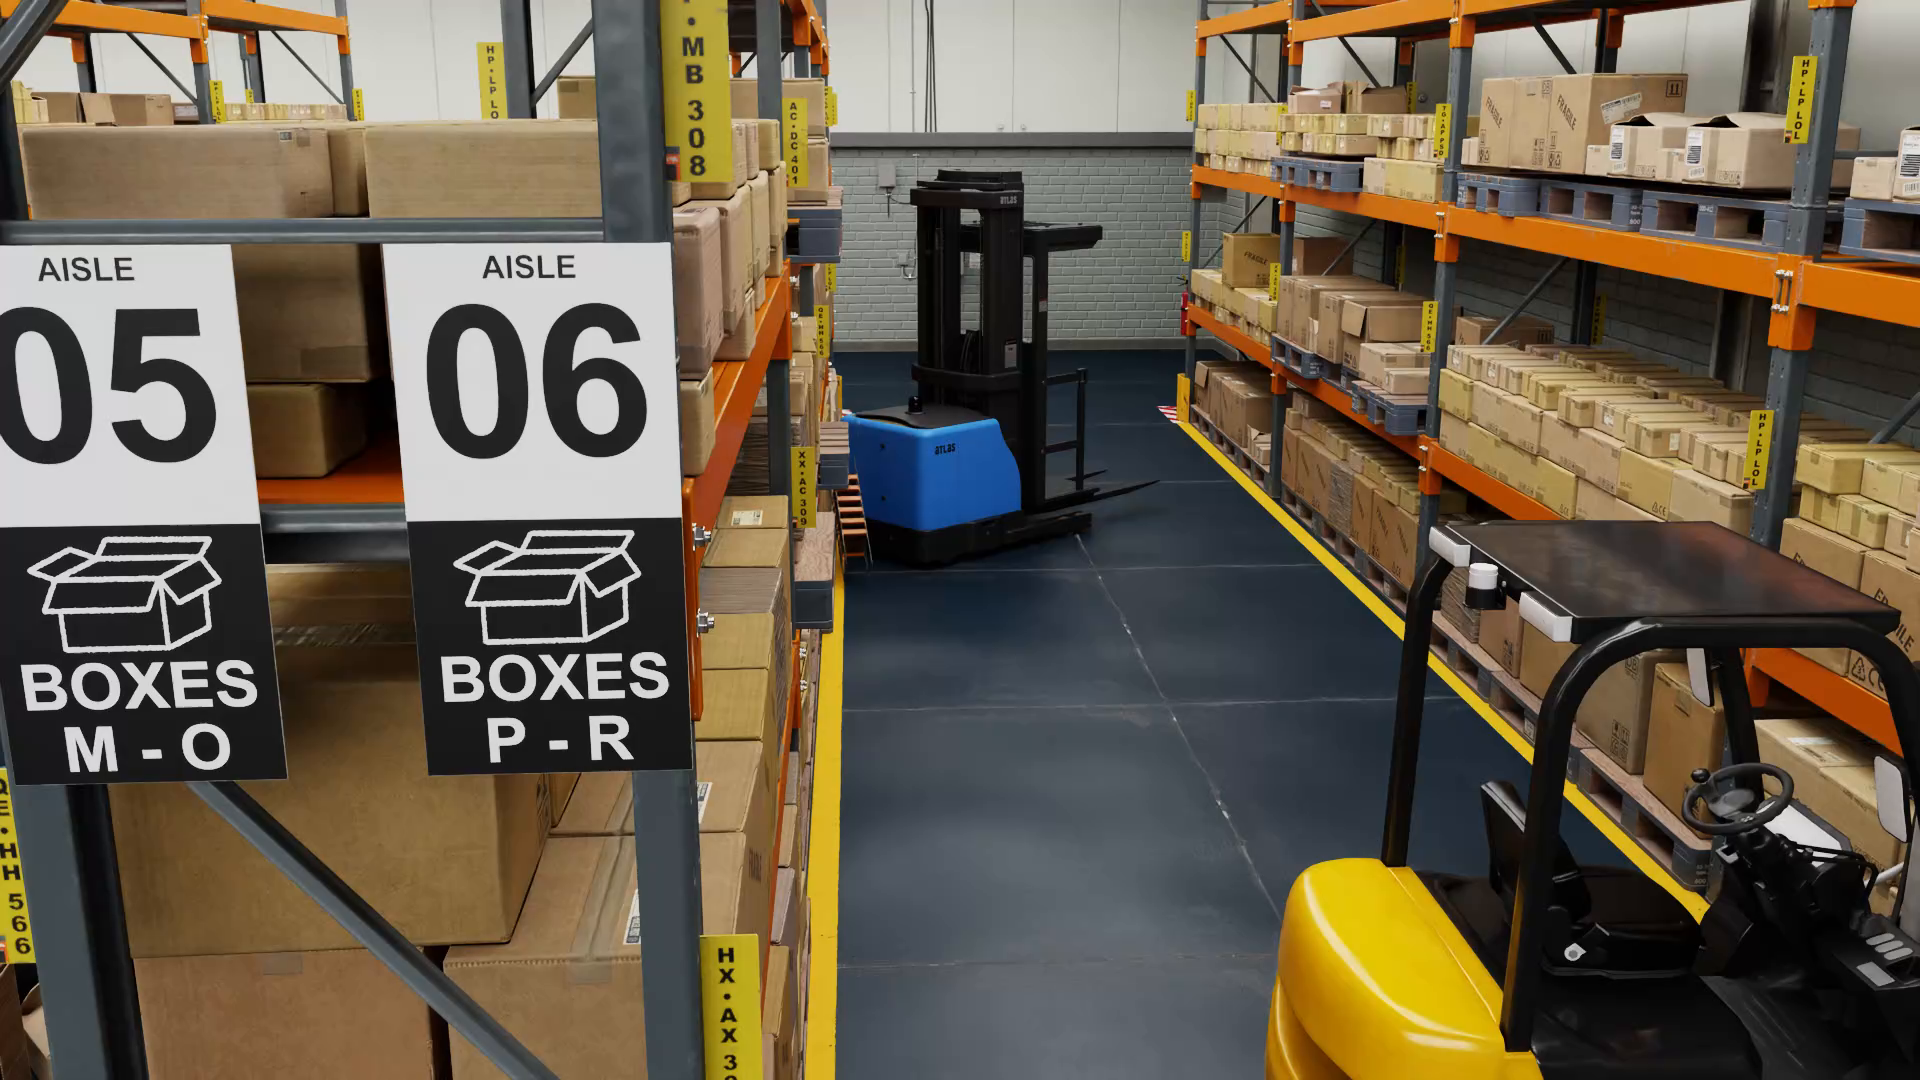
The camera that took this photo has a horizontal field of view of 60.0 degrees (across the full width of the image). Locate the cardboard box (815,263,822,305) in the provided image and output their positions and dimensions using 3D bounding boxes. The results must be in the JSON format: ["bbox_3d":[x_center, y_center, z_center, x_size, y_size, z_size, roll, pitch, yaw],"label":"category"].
[{"bbox_3d":[-1.282,-1.809,12.330,0.500,0.500,0.500,-1,14,-3],"label":"cardboard box"}]

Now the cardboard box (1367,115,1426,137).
[{"bbox_3d":[3.147,-2.971,11.936,0.380,0.149,0.250,-1,14,-3],"label":"cardboard box"}]

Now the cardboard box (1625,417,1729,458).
[{"bbox_3d":[3.403,-0.488,7.901,0.380,0.149,0.250,-1,14,-5],"label":"cardboard box"}]

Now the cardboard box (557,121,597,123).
[{"bbox_3d":[-0.796,-0.970,4.162,0.380,0.149,0.250,-1,14,-2],"label":"cardboard box"}]

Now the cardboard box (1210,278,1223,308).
[{"bbox_3d":[2.873,-2.542,17.092,0.500,0.250,0.500,-1,14,-4],"label":"cardboard box"}]

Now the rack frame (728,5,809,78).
[{"bbox_3d":[-1.410,-3.678,9.760,1.000,3.000,0.127,-1,14,-3],"label":"rack frame"}]

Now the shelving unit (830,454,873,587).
[{"bbox_3d":[-0.827,-0.159,12.446,0.189,0.258,1.200,-2,44,-11],"label":"shelving unit"}]

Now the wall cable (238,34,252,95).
[{"bbox_3d":[-8.707,-8.532,22.170,2.277,5.999,0.120,-1,14,-3],"label":"wall cable"}]

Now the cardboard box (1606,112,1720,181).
[{"bbox_3d":[3.456,-1.883,7.942,0.500,0.311,0.500,-1,14,-5],"label":"cardboard box"}]

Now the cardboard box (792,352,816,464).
[{"bbox_3d":[-0.996,-0.670,8.468,0.500,0.500,0.500,-1,15,-6],"label":"cardboard box"}]

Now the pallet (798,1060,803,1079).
[{"bbox_3d":[-1.007,2.044,5.160,1.003,0.211,1.213,-1,14,-3],"label":"pallet"}]

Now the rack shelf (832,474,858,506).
[{"bbox_3d":[-0.877,-0.378,12.667,0.180,0.258,0.103,-2,44,-11],"label":"rack shelf"}]

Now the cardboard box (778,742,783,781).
[{"bbox_3d":[-0.772,0.672,5.398,0.380,0.149,0.250,-1,14,-4],"label":"cardboard box"}]

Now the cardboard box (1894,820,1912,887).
[{"bbox_3d":[3.572,1.165,5.647,0.500,0.250,0.500,0,14,-2],"label":"cardboard box"}]

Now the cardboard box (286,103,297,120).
[{"bbox_3d":[-6.453,-4.014,15.586,0.380,0.149,0.250,-1,14,-5],"label":"cardboard box"}]

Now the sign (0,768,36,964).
[{"bbox_3d":[-1.470,0.507,2.577,0.100,0.325,0.005,-1,14,-3],"label":"sign"}]

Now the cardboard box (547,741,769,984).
[{"bbox_3d":[-0.702,0.774,3.700,0.500,0.500,0.500,0,14,-2],"label":"cardboard box"}]

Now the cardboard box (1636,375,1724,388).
[{"bbox_3d":[3.971,-0.819,9.187,0.380,0.149,0.250,-1,14,-4],"label":"cardboard box"}]

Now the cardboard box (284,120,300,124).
[{"bbox_3d":[-6.476,-3.791,15.520,0.500,0.250,0.500,-2,15,-6],"label":"cardboard box"}]

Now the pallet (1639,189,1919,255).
[{"bbox_3d":[3.724,-1.434,7.444,0.805,0.209,1.217,-1,15,-6],"label":"pallet"}]

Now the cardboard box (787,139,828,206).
[{"bbox_3d":[-0.798,-1.512,6.823,0.500,0.250,0.500,-1,14,-5],"label":"cardboard box"}]

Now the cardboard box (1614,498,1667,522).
[{"bbox_3d":[3.463,-0.029,7.918,0.500,0.250,0.500,-1,14,-4],"label":"cardboard box"}]

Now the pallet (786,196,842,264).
[{"bbox_3d":[-1.094,-1.294,6.894,1.213,0.211,1.003,-1,14,-3],"label":"pallet"}]

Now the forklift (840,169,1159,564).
[{"bbox_3d":[0.450,-1.529,13.588,3.031,2.935,1.130,-14,20,-43],"label":"forklift"}]

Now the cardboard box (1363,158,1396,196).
[{"bbox_3d":[3.207,-2.603,11.905,0.500,0.250,0.500,-1,14,-3],"label":"cardboard box"}]

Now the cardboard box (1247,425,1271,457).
[{"bbox_3d":[2.946,-0.947,15.830,0.396,0.266,0.258,0,14,-1],"label":"cardboard box"}]

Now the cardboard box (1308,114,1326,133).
[{"bbox_3d":[2.980,-3.298,13.168,0.380,0.149,0.250,-1,14,-4],"label":"cardboard box"}]

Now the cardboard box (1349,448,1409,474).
[{"bbox_3d":[3.206,-0.606,12.733,0.380,0.149,0.250,-2,15,-6],"label":"cardboard box"}]

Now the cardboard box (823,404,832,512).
[{"bbox_3d":[-1.476,-0.564,13.119,0.875,0.875,0.875,0,14,-2],"label":"cardboard box"}]

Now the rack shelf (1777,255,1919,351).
[{"bbox_3d":[3.915,-0.462,4.725,1.077,0.370,4.000,-1,14,-3],"label":"rack shelf"}]

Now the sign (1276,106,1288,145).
[{"bbox_3d":[2.755,-3.537,14.197,0.100,0.325,0.005,-1,14,-3],"label":"sign"}]

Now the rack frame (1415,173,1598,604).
[{"bbox_3d":[3.544,-0.850,10.809,1.000,3.000,0.127,-1,14,-3],"label":"rack frame"}]

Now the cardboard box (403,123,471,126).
[{"bbox_3d":[-1.206,-0.771,3.388,0.380,0.149,0.250,-1,14,-3],"label":"cardboard box"}]

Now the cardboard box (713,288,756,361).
[{"bbox_3d":[-0.695,-0.522,4.021,0.380,0.149,0.250,-1,14,-3],"label":"cardboard box"}]

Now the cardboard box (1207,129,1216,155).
[{"bbox_3d":[2.855,-4.123,17.214,0.500,0.250,0.500,-1,14,-2],"label":"cardboard box"}]

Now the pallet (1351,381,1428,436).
[{"bbox_3d":[3.432,-0.924,11.484,1.213,0.211,1.003,-1,14,-3],"label":"pallet"}]

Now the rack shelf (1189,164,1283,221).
[{"bbox_3d":[3.172,-3.446,16.324,1.077,0.370,4.000,-1,14,-3],"label":"rack shelf"}]

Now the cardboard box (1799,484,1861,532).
[{"bbox_3d":[3.549,-0.134,6.525,0.380,0.149,0.250,-1,14,-4],"label":"cardboard box"}]

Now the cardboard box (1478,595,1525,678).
[{"bbox_3d":[3.617,0.415,9.818,0.875,0.625,0.625,0,14,-2],"label":"cardboard box"}]

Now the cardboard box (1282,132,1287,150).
[{"bbox_3d":[2.917,-3.347,13.956,0.380,0.149,0.250,-1,14,-3],"label":"cardboard box"}]

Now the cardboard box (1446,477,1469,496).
[{"bbox_3d":[3.737,-0.418,12.004,0.380,0.149,0.250,-1,14,-3],"label":"cardboard box"}]

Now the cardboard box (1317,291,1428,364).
[{"bbox_3d":[3.183,-1.649,12.870,0.700,0.500,0.500,-1,14,-4],"label":"cardboard box"}]

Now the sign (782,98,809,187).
[{"bbox_3d":[-0.621,-1.491,6.243,0.100,0.325,0.005,-1,14,-3],"label":"sign"}]

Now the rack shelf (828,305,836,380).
[{"bbox_3d":[-1.782,-1.916,16.397,1.077,0.370,4.000,-1,14,-3],"label":"rack shelf"}]

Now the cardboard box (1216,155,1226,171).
[{"bbox_3d":[2.813,-3.830,16.877,0.380,0.149,0.250,-1,14,-4],"label":"cardboard box"}]

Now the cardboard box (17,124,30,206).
[{"bbox_3d":[-6.114,-2.318,10.295,0.500,0.500,0.500,-1,14,-3],"label":"cardboard box"}]

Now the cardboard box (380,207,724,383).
[{"bbox_3d":[-0.680,-0.436,2.885,0.500,0.250,0.500,-1,14,-4],"label":"cardboard box"}]

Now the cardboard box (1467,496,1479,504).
[{"bbox_3d":[3.787,-0.074,11.968,0.500,0.500,0.500,-1,14,-3],"label":"cardboard box"}]

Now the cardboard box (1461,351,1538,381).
[{"bbox_3d":[3.287,-1.062,10.132,0.380,0.149,0.250,-1,14,-2],"label":"cardboard box"}]

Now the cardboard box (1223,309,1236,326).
[{"bbox_3d":[2.861,-2.245,16.737,0.380,0.149,0.250,-1,14,-2],"label":"cardboard box"}]

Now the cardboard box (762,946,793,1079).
[{"bbox_3d":[-0.750,1.517,4.781,0.500,0.500,0.500,-1,14,-2],"label":"cardboard box"}]

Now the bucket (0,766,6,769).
[{"bbox_3d":[-3.787,1.172,6.472,0.726,0.611,0.620,4,5,16],"label":"bucket"}]

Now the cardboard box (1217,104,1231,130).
[{"bbox_3d":[2.882,-4.240,16.666,0.500,0.250,0.500,-1,14,-4],"label":"cardboard box"}]
